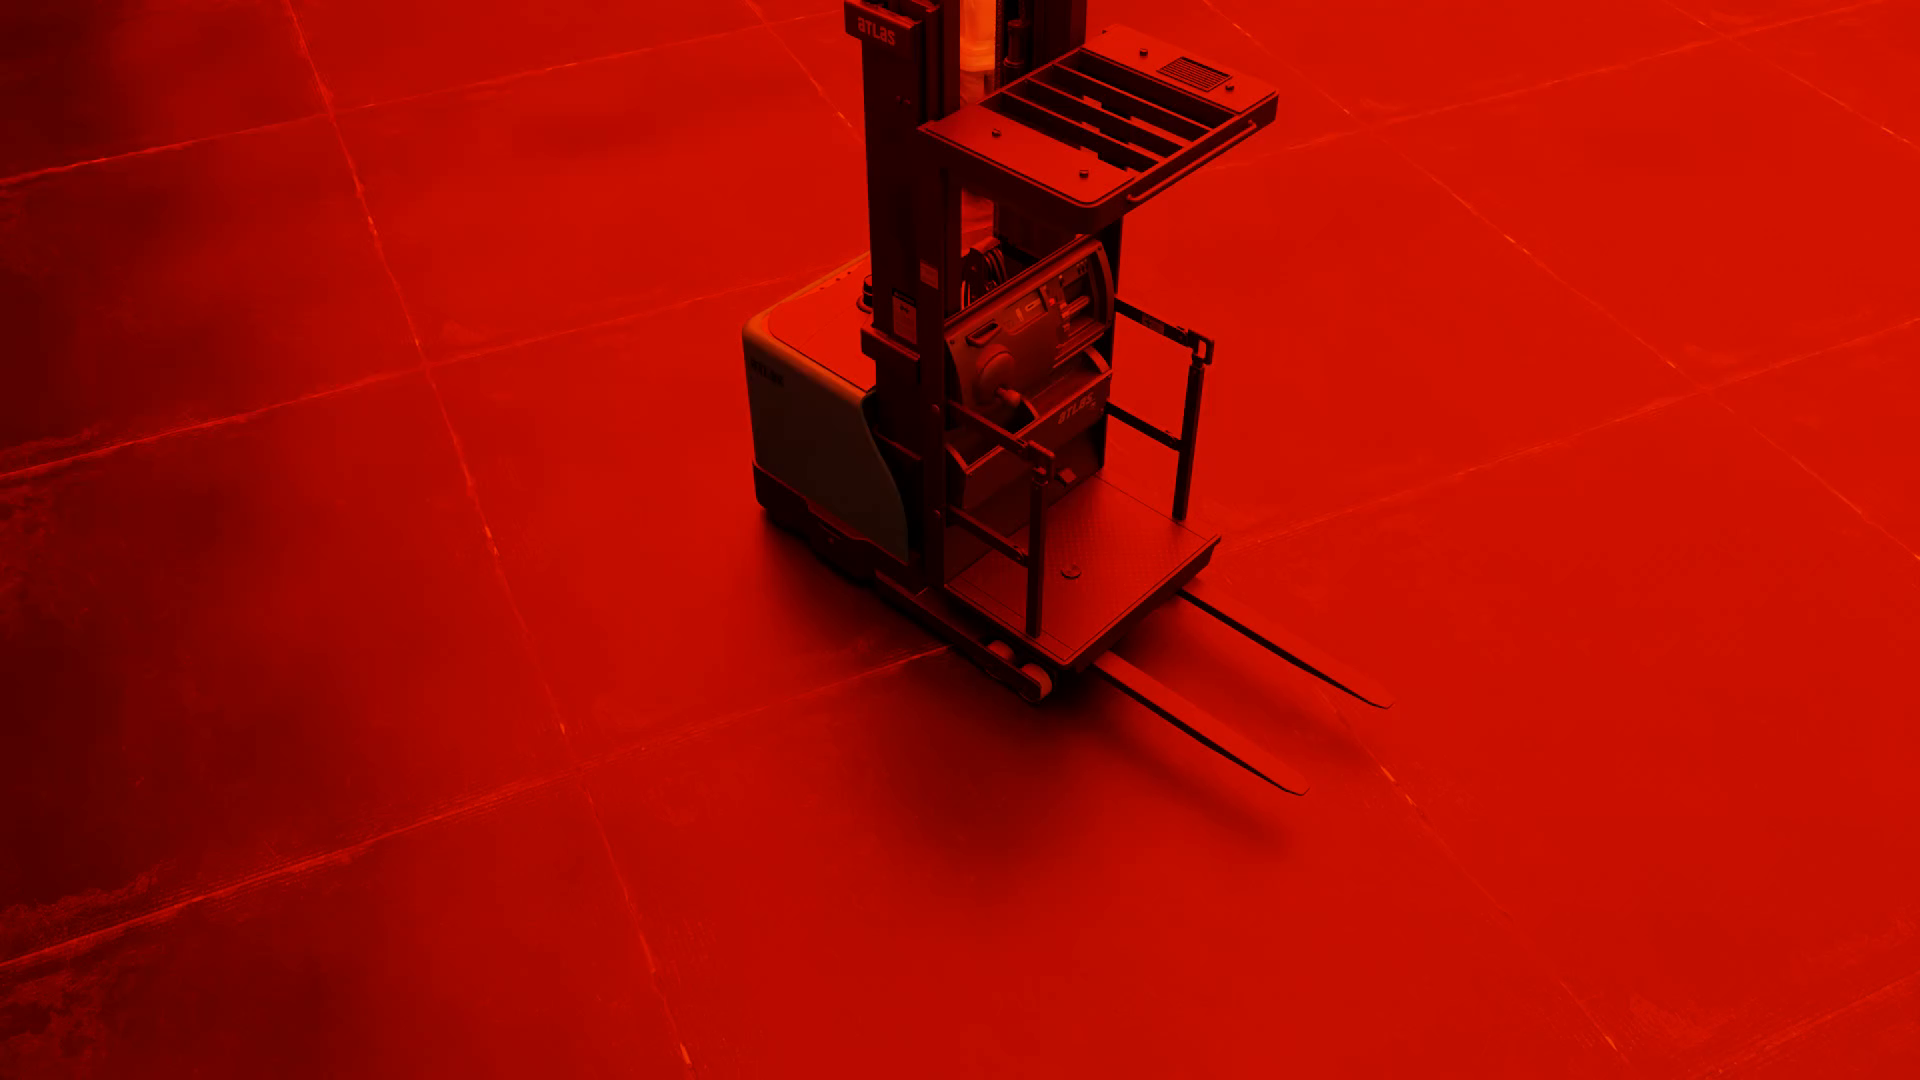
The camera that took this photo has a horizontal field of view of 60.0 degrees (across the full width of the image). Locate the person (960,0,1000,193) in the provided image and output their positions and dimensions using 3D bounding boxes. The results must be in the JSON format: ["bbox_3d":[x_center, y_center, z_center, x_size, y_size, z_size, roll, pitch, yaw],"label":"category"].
[{"bbox_3d":[0.090,-2.828,9.554,0.665,1.768,0.575,-17,46,-17],"label":"person"}]

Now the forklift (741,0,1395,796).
[{"bbox_3d":[0.445,-0.788,6.525,3.031,2.935,1.130,32,52,30],"label":"forklift"}]
